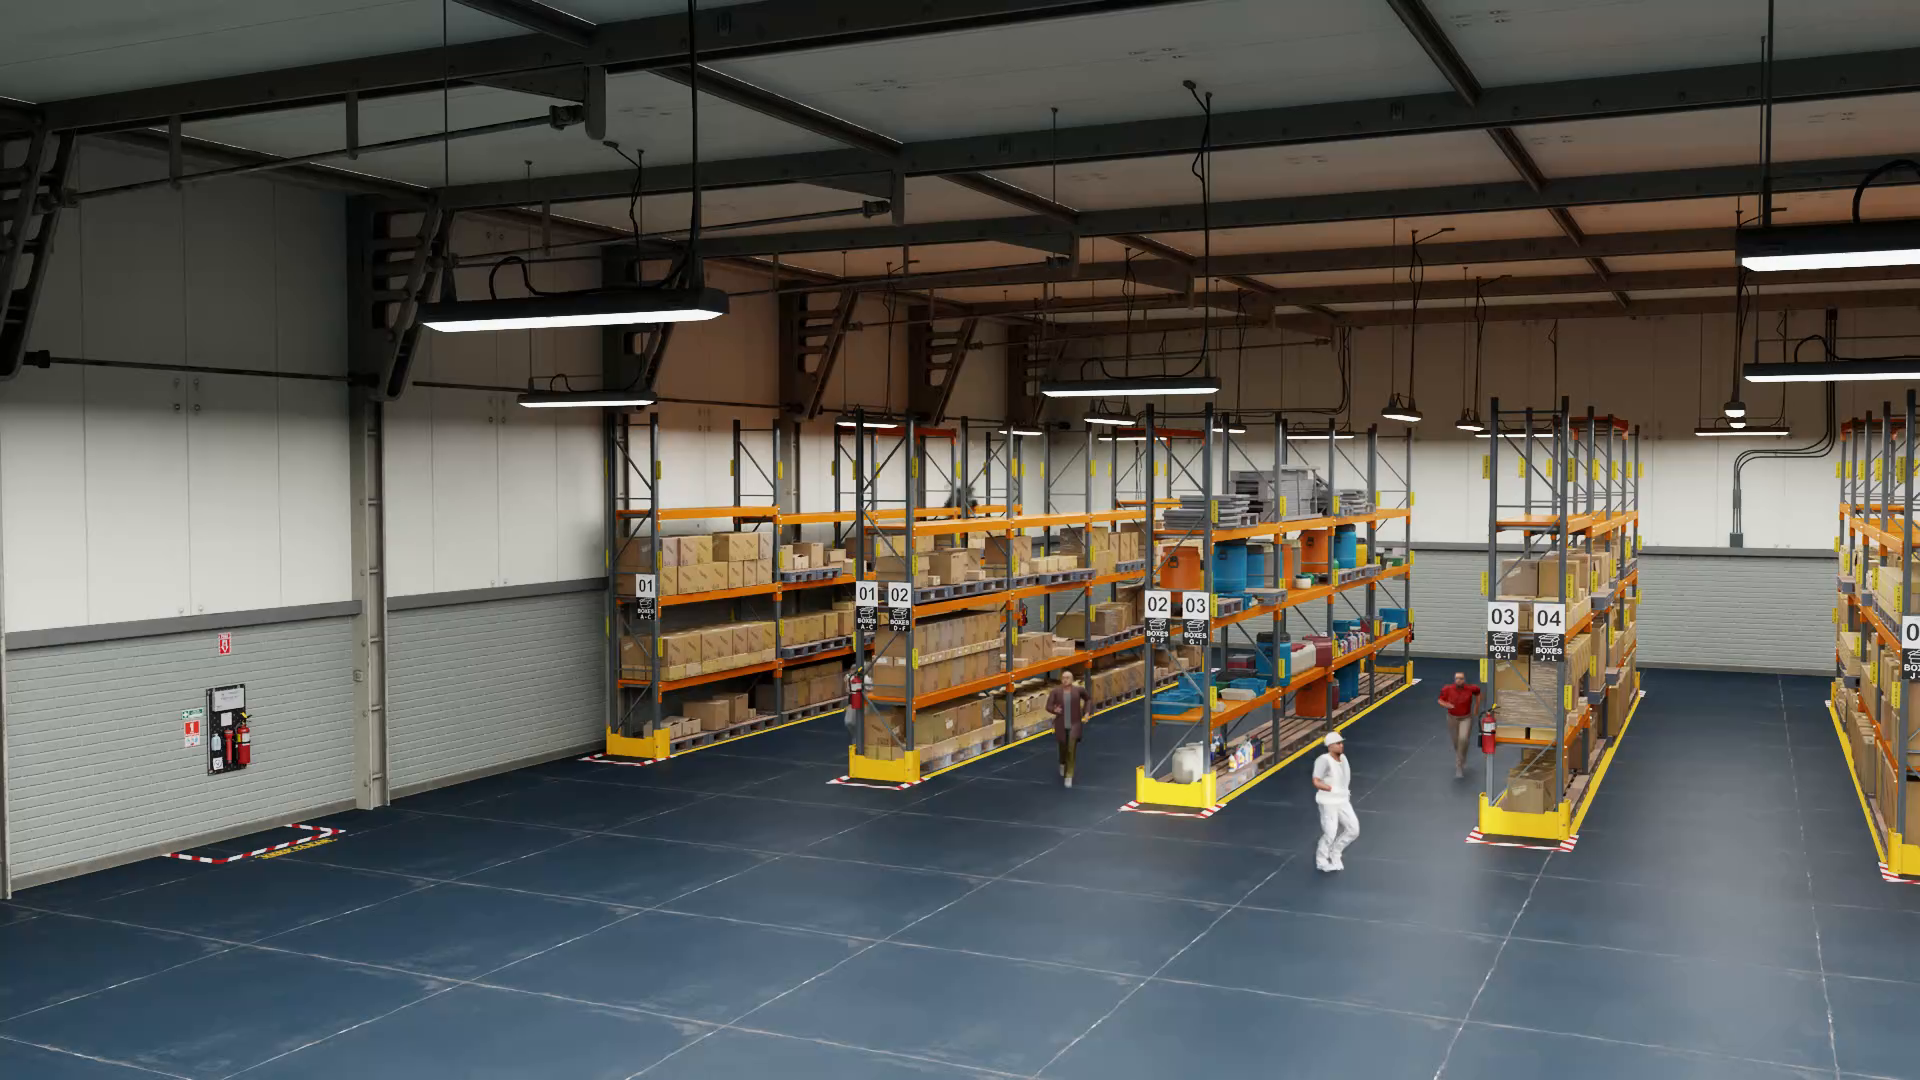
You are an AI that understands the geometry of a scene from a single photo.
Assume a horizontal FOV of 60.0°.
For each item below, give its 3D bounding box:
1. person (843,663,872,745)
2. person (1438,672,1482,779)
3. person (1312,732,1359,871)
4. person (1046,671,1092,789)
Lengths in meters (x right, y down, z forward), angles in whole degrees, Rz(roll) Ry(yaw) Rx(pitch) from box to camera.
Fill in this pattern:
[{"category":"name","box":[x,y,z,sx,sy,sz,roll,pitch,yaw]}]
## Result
[{"category":"person","box":[-1.827,2.956,29.552,0.595,1.590,0.792,0,2,11]},{"category":"person","box":[8.243,3.015,27.415,0.658,1.752,1.015,1,3,26]},{"category":"person","box":[4.653,3.252,20.546,0.681,1.754,0.624,-2,3,-36]},{"category":"person","box":[1.734,2.987,26.548,0.726,1.796,1.008,1,2,12]}]
